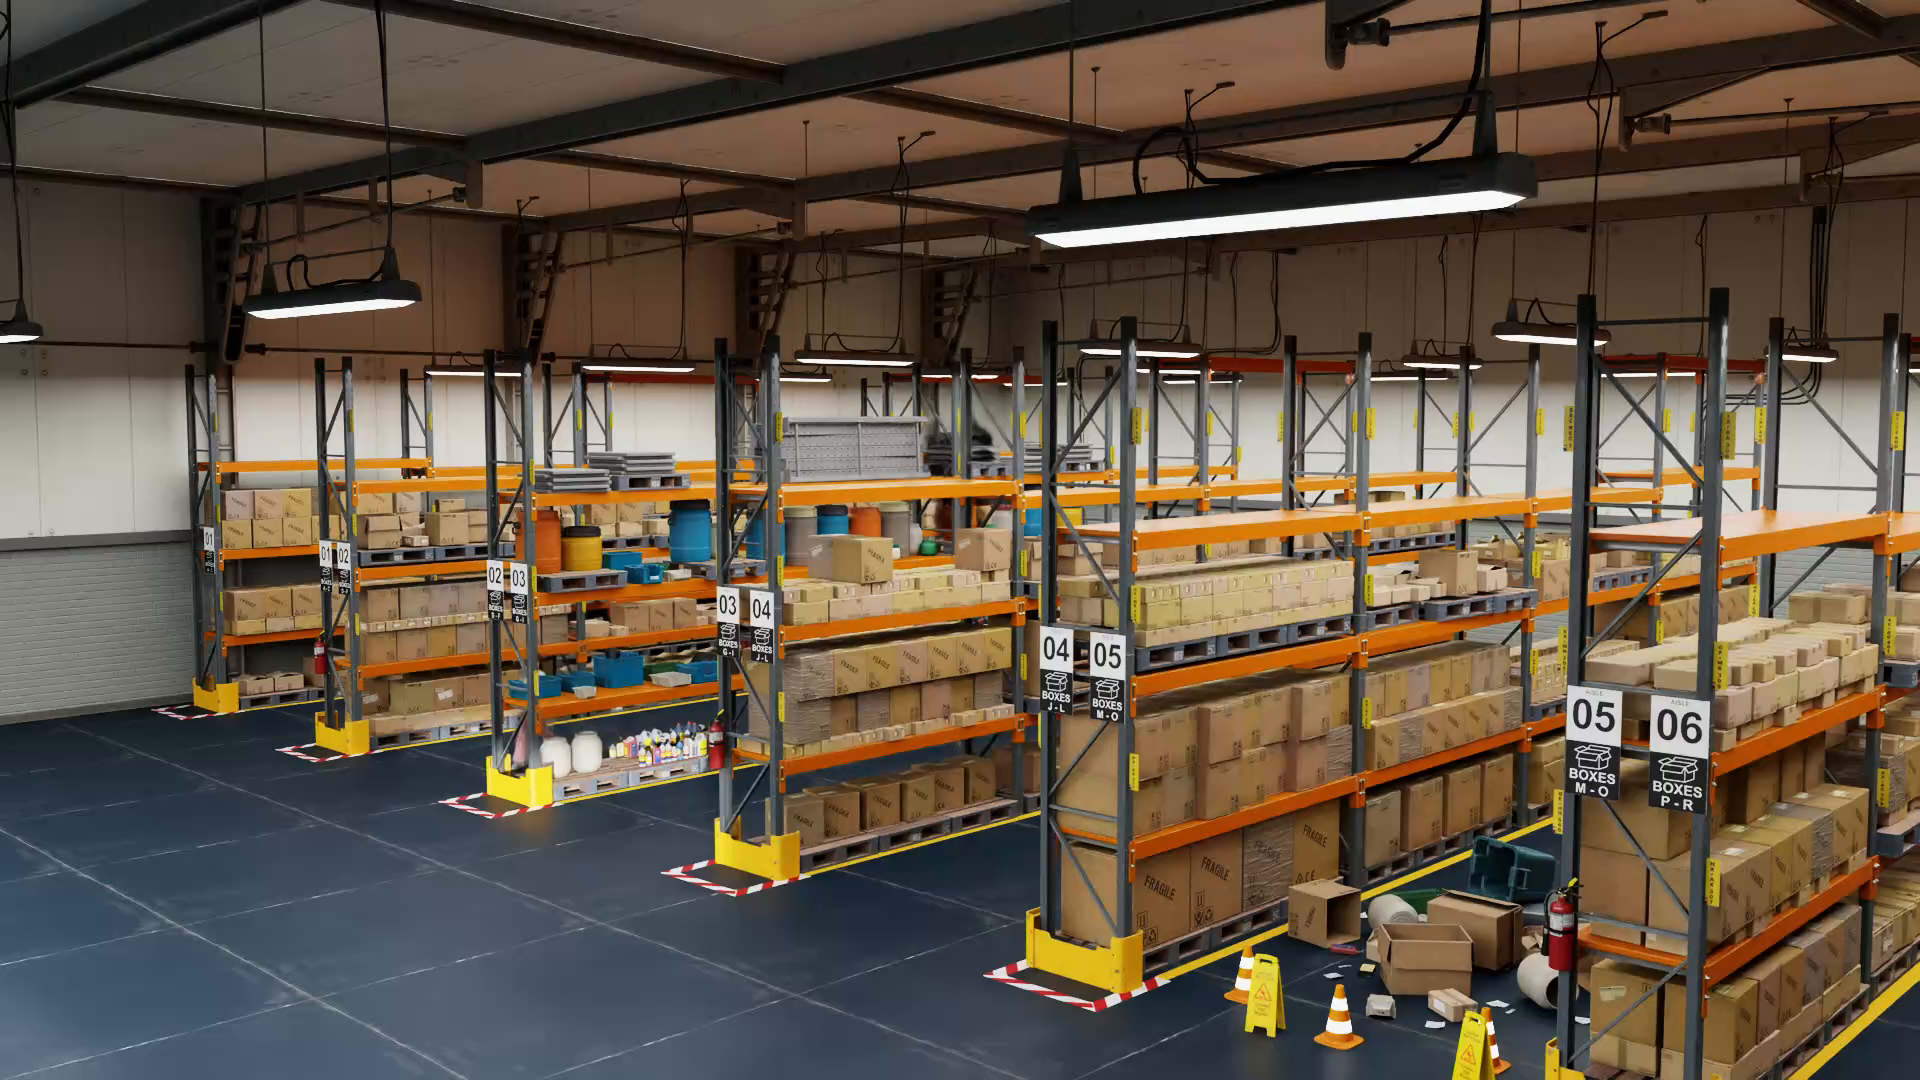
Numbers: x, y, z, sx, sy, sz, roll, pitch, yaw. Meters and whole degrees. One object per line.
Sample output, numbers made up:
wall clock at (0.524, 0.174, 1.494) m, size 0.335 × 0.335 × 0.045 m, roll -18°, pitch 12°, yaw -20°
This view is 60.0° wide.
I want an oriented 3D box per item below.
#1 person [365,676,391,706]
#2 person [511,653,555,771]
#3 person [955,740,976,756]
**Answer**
person at (-9.746, 2.158, 27.626) m, size 1.061 × 1.801 × 0.720 m, roll -4°, pitch 6°, yaw -43°
person at (-6.167, 2.459, 24.117) m, size 0.574 × 1.655 × 0.969 m, roll 3°, pitch 5°, yaw 35°
person at (0.047, 2.540, 23.487) m, size 0.566 × 1.746 × 0.727 m, roll 4°, pitch 6°, yaw 41°
